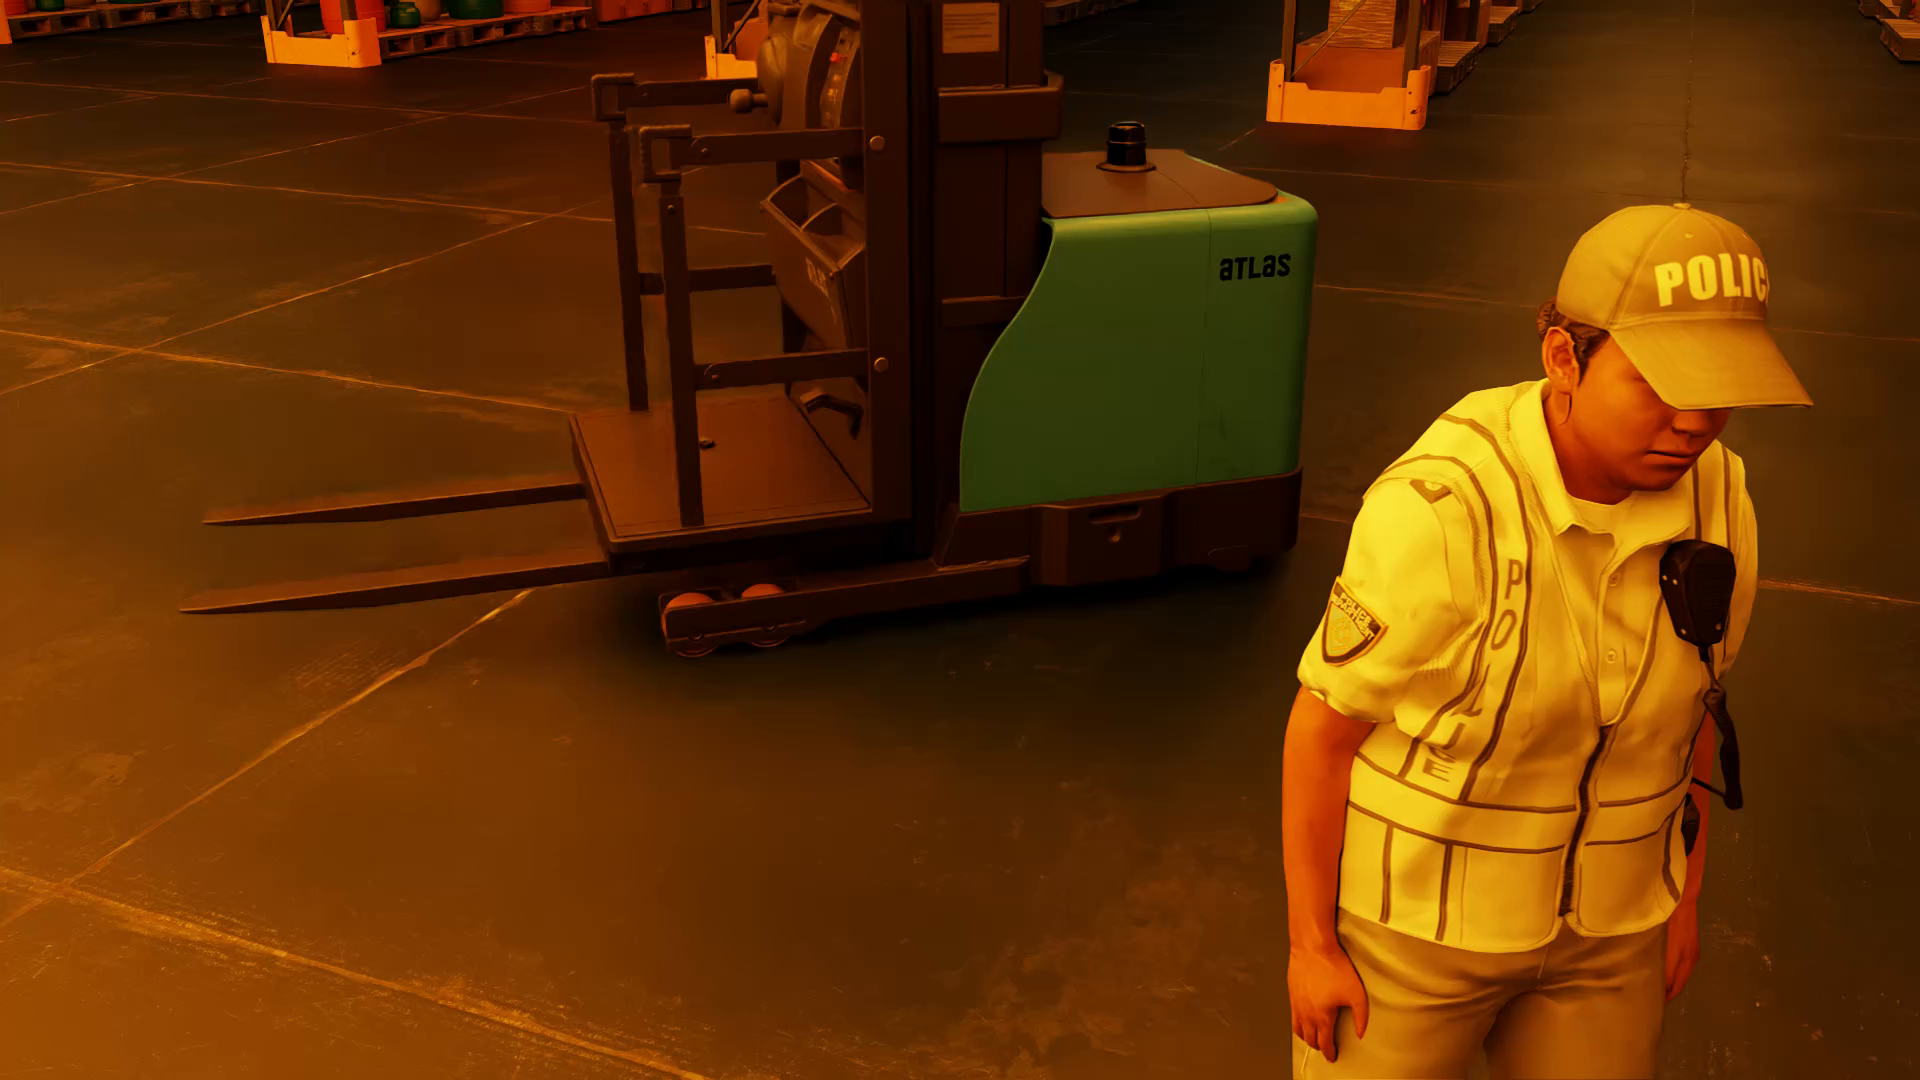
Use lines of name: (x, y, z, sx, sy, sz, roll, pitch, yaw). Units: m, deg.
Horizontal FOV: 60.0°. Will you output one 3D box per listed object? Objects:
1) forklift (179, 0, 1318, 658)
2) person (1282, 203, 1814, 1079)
forklift: (-0.586, -1.272, 4.336, 3.031, 2.935, 1.130, -7, 24, -16)
person: (0.602, 0.442, 1.880, 0.553, 1.665, 0.468, -5, 23, -11)
